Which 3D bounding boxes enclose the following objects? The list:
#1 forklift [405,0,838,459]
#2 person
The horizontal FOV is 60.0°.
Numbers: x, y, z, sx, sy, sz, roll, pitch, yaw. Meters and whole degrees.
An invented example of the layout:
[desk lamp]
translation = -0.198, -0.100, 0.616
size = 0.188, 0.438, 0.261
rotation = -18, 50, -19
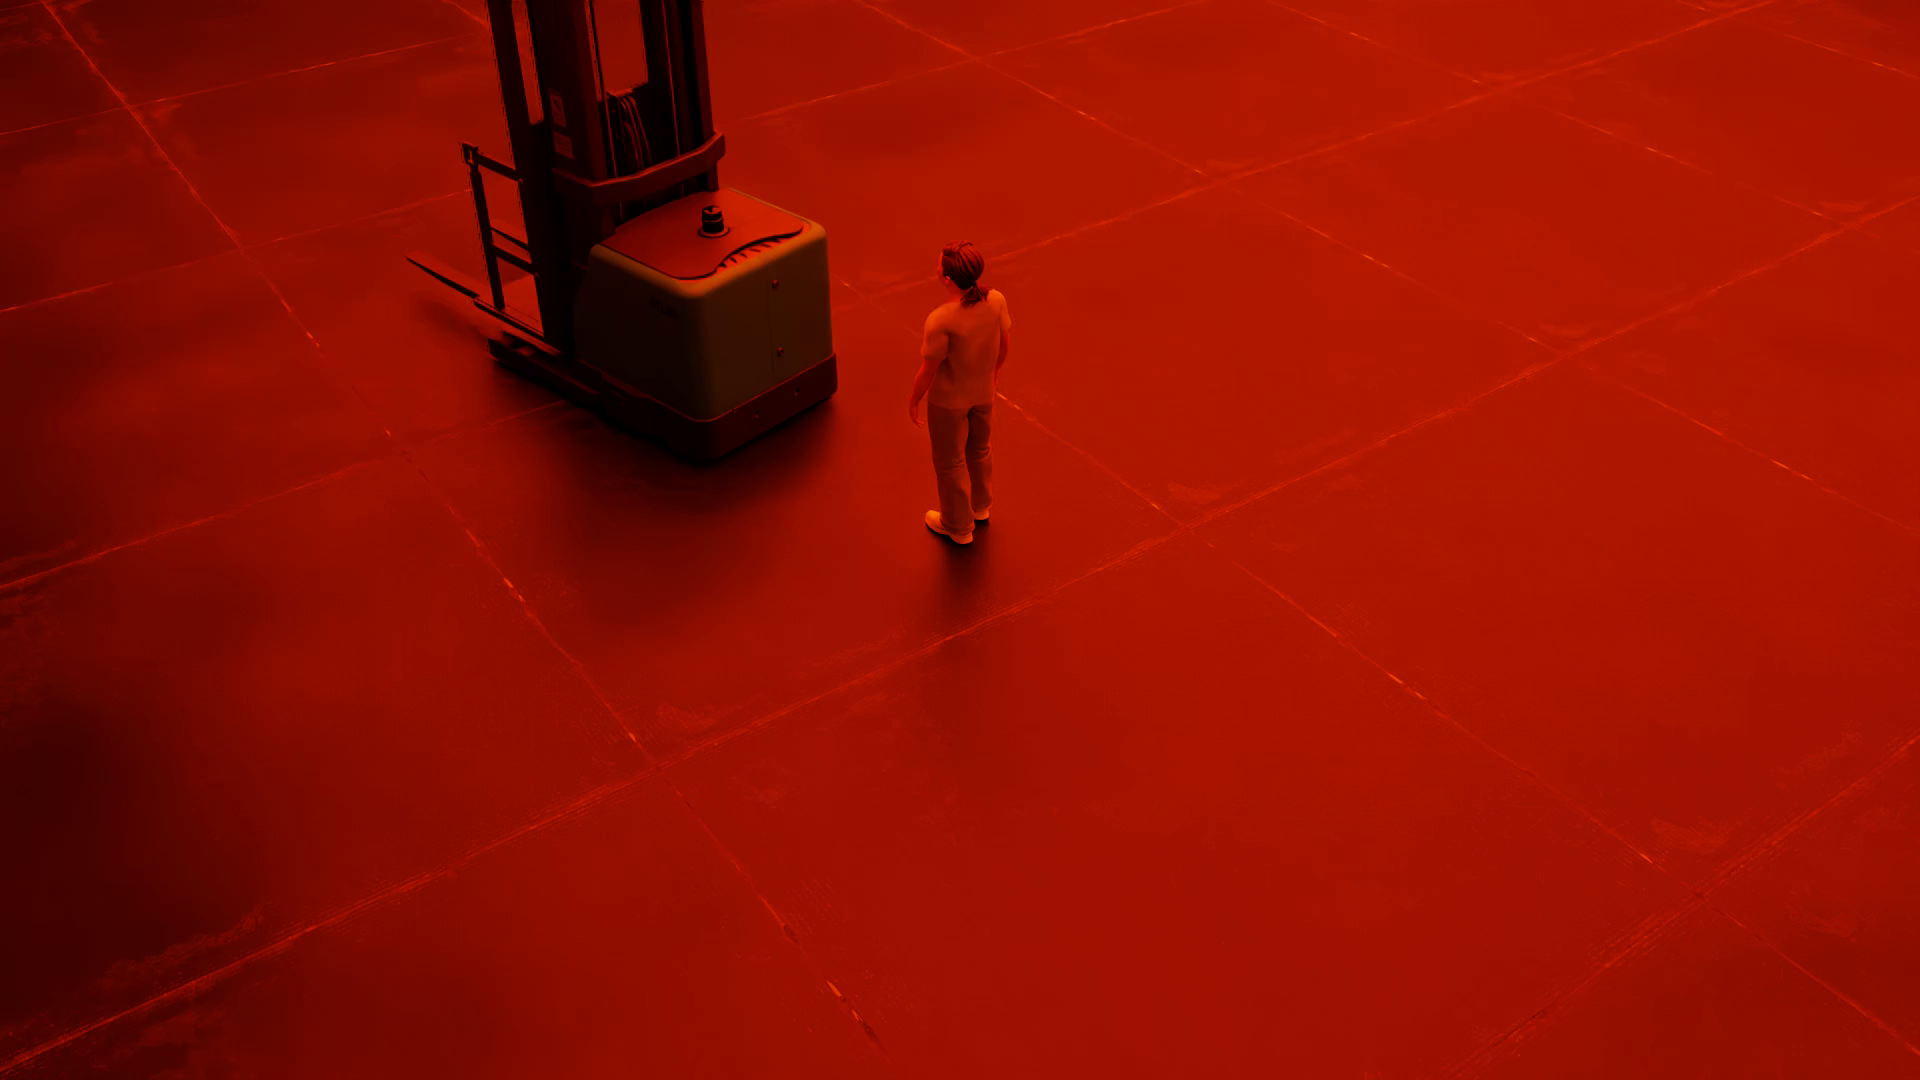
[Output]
[forklift]
translation = -2.136, -2.351, 9.125
size = 3.031, 2.935, 1.130
rotation = 27, 44, 32
[person]
translation = -0.031, -0.720, 7.962
size = 0.549, 1.675, 0.549
rotation = -23, 42, -28
